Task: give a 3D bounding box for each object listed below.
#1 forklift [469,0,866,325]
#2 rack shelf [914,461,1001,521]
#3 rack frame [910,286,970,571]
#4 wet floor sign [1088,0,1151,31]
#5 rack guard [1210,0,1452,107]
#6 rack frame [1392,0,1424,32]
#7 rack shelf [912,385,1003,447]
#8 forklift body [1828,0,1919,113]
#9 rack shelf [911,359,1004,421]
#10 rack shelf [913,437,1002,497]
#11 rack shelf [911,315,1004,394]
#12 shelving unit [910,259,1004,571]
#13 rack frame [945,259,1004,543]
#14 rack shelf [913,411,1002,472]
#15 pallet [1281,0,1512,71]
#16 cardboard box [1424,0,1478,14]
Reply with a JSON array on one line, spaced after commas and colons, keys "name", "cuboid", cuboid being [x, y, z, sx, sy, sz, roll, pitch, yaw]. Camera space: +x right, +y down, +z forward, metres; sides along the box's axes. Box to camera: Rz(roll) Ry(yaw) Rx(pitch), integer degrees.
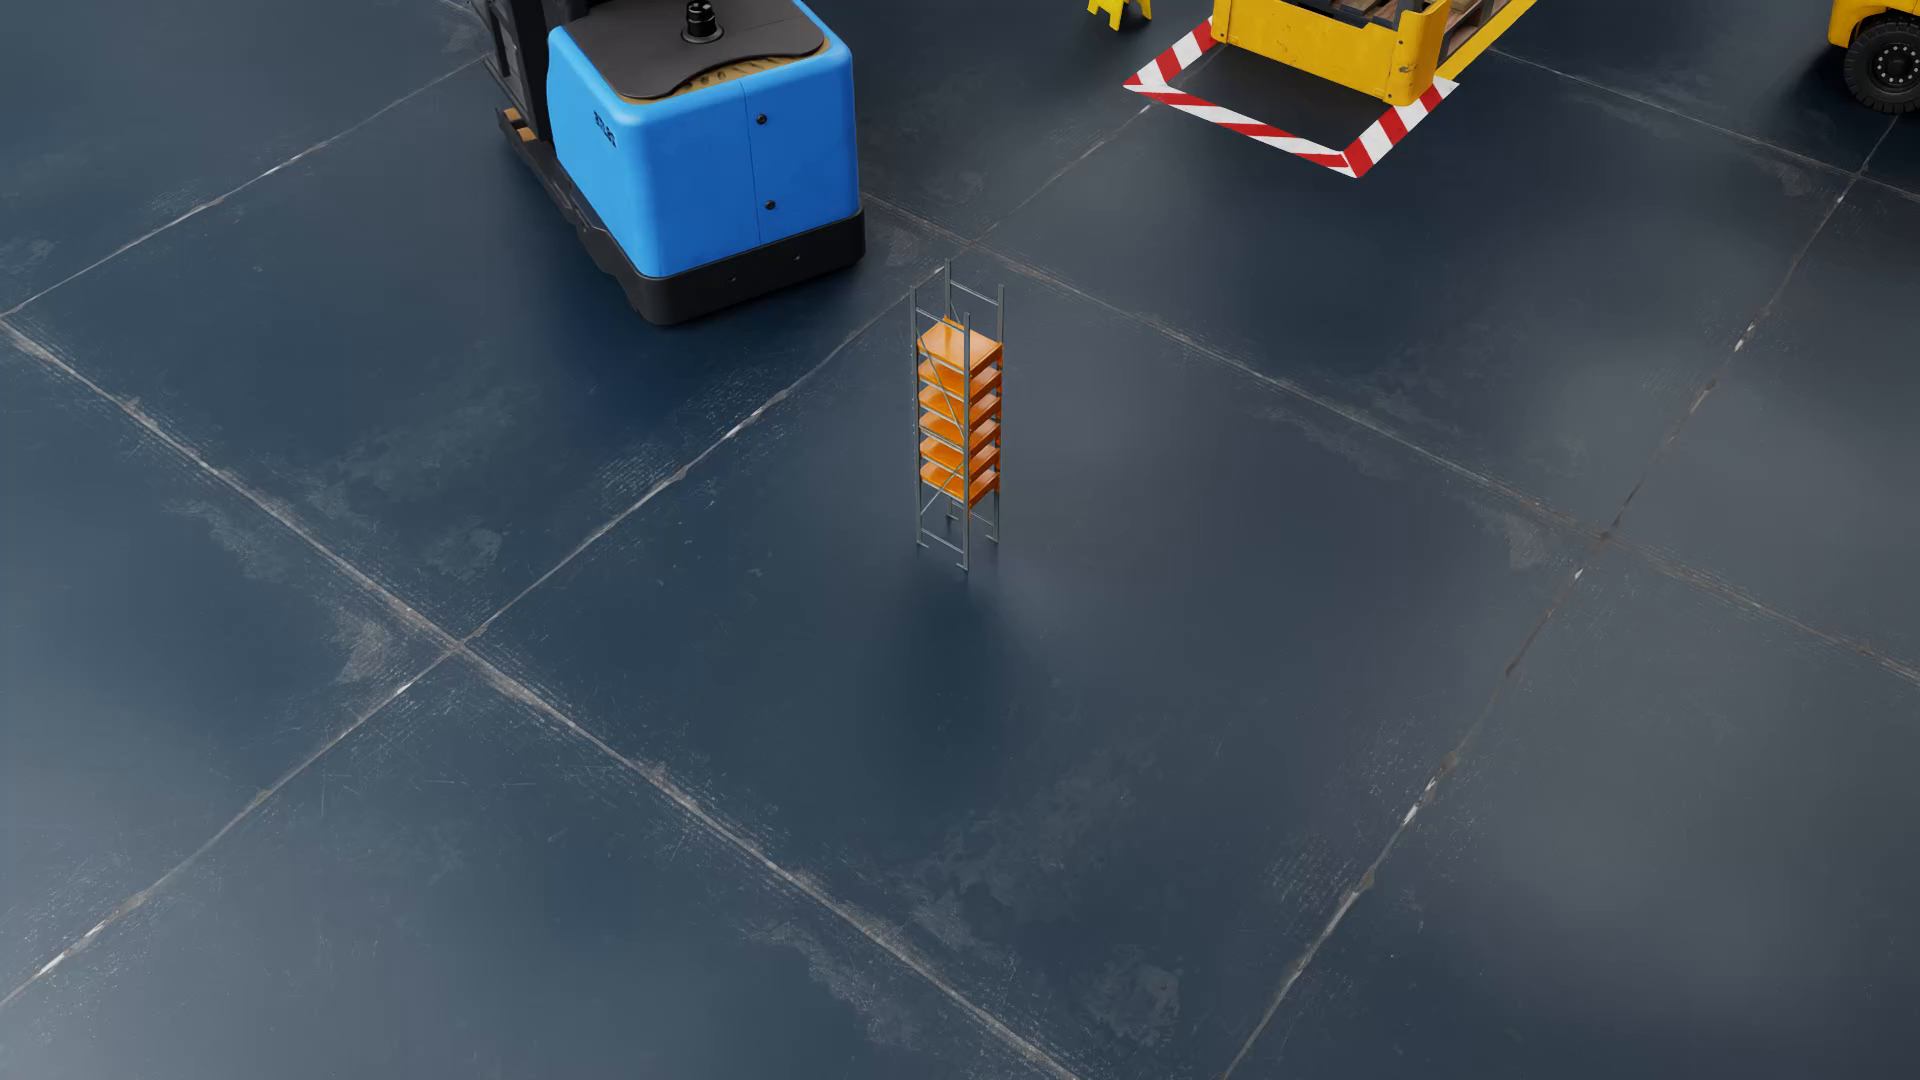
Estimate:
[{"name": "forklift", "cuboid": [-1.587, -2.977, 7.067, 1.130, 2.935, 3.031, -23, 50, -20]}, {"name": "rack shelf", "cuboid": [-0.009, -0.210, 6.014, 0.258, 0.103, 0.180, 29, 53, 25]}, {"name": "rack frame", "cuboid": [-0.065, -0.354, 5.758, 0.240, 1.200, 0.006, 29, 53, 25]}, {"name": "wet floor sign", "cuboid": [0.858, -3.050, 8.717, 0.232, 0.644, 0.267, -25, 51, -22]}, {"name": "rack guard", "cuboid": [1.868, -2.679, 8.463, 1.175, 0.500, 0.348, 29, 53, 25]}, {"name": "rack frame", "cuboid": [1.821, -3.499, 7.518, 1.000, 3.000, 0.127, 29, 53, 25]}, {"name": "rack shelf", "cuboid": [-0.009, -0.458, 5.754, 0.258, 0.103, 0.180, 29, 53, 25]}, {"name": "forklift body", "cuboid": [5.467, -2.905, 7.537, 2.313, 2.155, 1.214, 29, 53, 25]}, {"name": "rack shelf", "cuboid": [-0.009, -0.541, 5.667, 0.258, 0.103, 0.180, 29, 53, 25]}, {"name": "rack shelf", "cuboid": [-0.009, -0.293, 5.927, 0.258, 0.103, 0.180, 29, 53, 25]}, {"name": "rack shelf", "cuboid": [-0.009, -0.624, 5.580, 0.258, 0.103, 0.180, 29, 53, 25]}, {"name": "shelving unit", "cuboid": [-0.009, -0.406, 5.808, 0.258, 1.200, 0.189, 29, 53, 25]}, {"name": "rack frame", "cuboid": [0.047, -0.459, 5.858, 0.240, 1.200, 0.006, 29, 53, 25]}, {"name": "rack shelf", "cuboid": [-0.009, -0.375, 5.840, 0.258, 0.103, 0.180, 29, 53, 25]}, {"name": "pallet", "cuboid": [2.392, -3.028, 8.997, 1.003, 0.211, 1.213, 29, 53, 25]}, {"name": "cardboard box", "cuboid": [2.533, -3.033, 8.684, 0.500, 0.250, 0.500, 29, 53, 25]}]
